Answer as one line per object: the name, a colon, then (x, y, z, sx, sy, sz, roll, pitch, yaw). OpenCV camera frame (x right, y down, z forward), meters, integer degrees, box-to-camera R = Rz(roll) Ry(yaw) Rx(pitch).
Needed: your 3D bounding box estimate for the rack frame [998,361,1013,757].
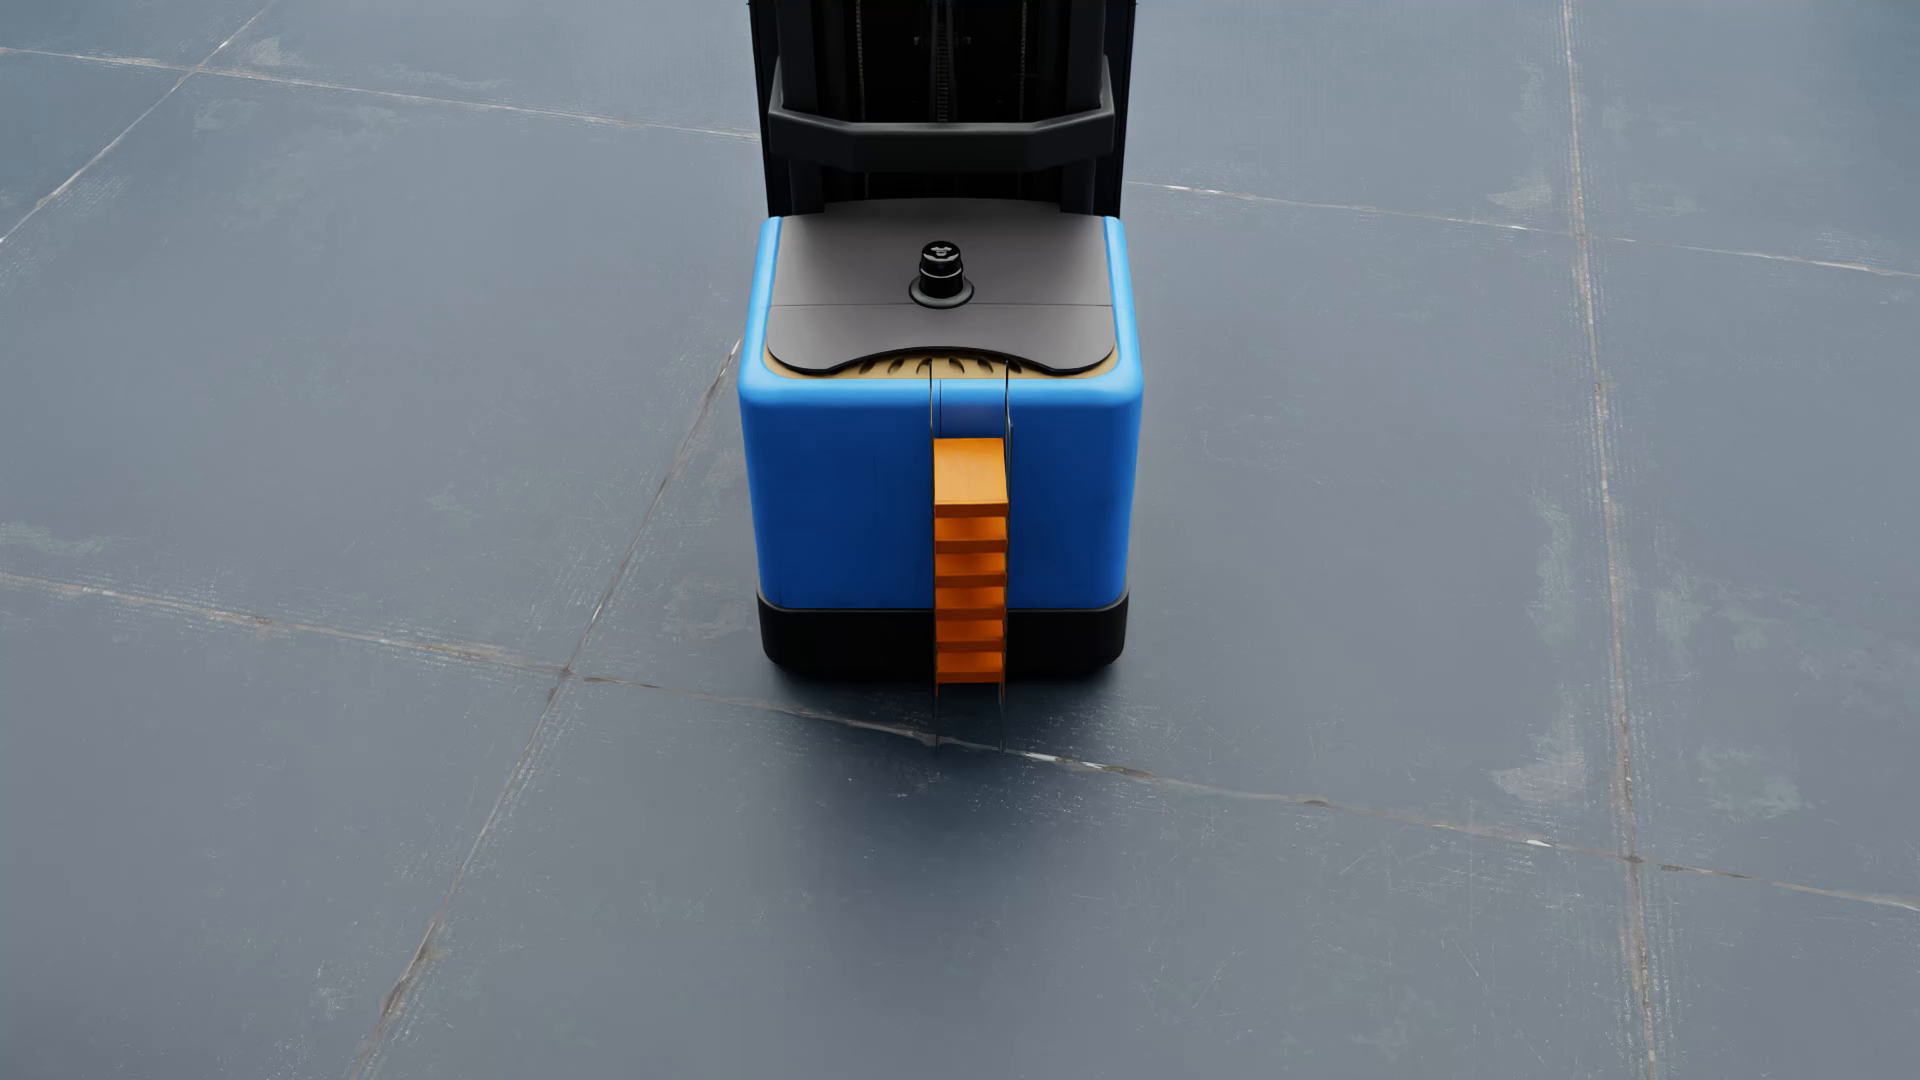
rack frame: (0.115, 0.089, 4.293, 0.006, 1.200, 0.240, -1, 44, -1)

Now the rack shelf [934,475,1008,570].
rack shelf: (0.024, -0.051, 4.155, 0.180, 0.103, 0.258, -1, 44, -1)

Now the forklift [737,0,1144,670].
forklift: (-0.050, -1.684, 4.886, 1.130, 2.935, 3.031, 0, 44, 0)

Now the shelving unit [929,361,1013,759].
shelving unit: (0.024, 0.090, 4.291, 0.189, 1.200, 0.258, -1, 44, -1)

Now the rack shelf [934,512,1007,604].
rack shelf: (0.024, 0.036, 4.238, 0.180, 0.103, 0.258, -1, 44, -1)

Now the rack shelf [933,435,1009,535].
rack shelf: (0.024, -0.137, 4.072, 0.180, 0.103, 0.258, -1, 44, -1)

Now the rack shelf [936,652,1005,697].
rack shelf: (0.024, 0.295, 4.488, 0.180, 0.103, 0.258, -1, 44, -1)

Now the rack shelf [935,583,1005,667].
rack shelf: (0.024, 0.209, 4.405, 0.180, 0.103, 0.258, -1, 44, -1)

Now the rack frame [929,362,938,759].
rack frame: (-0.067, 0.092, 4.289, 0.006, 1.200, 0.240, -1, 44, -1)

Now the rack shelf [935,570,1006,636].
rack shelf: (0.024, 0.122, 4.322, 0.180, 0.103, 0.258, -1, 44, -1)
